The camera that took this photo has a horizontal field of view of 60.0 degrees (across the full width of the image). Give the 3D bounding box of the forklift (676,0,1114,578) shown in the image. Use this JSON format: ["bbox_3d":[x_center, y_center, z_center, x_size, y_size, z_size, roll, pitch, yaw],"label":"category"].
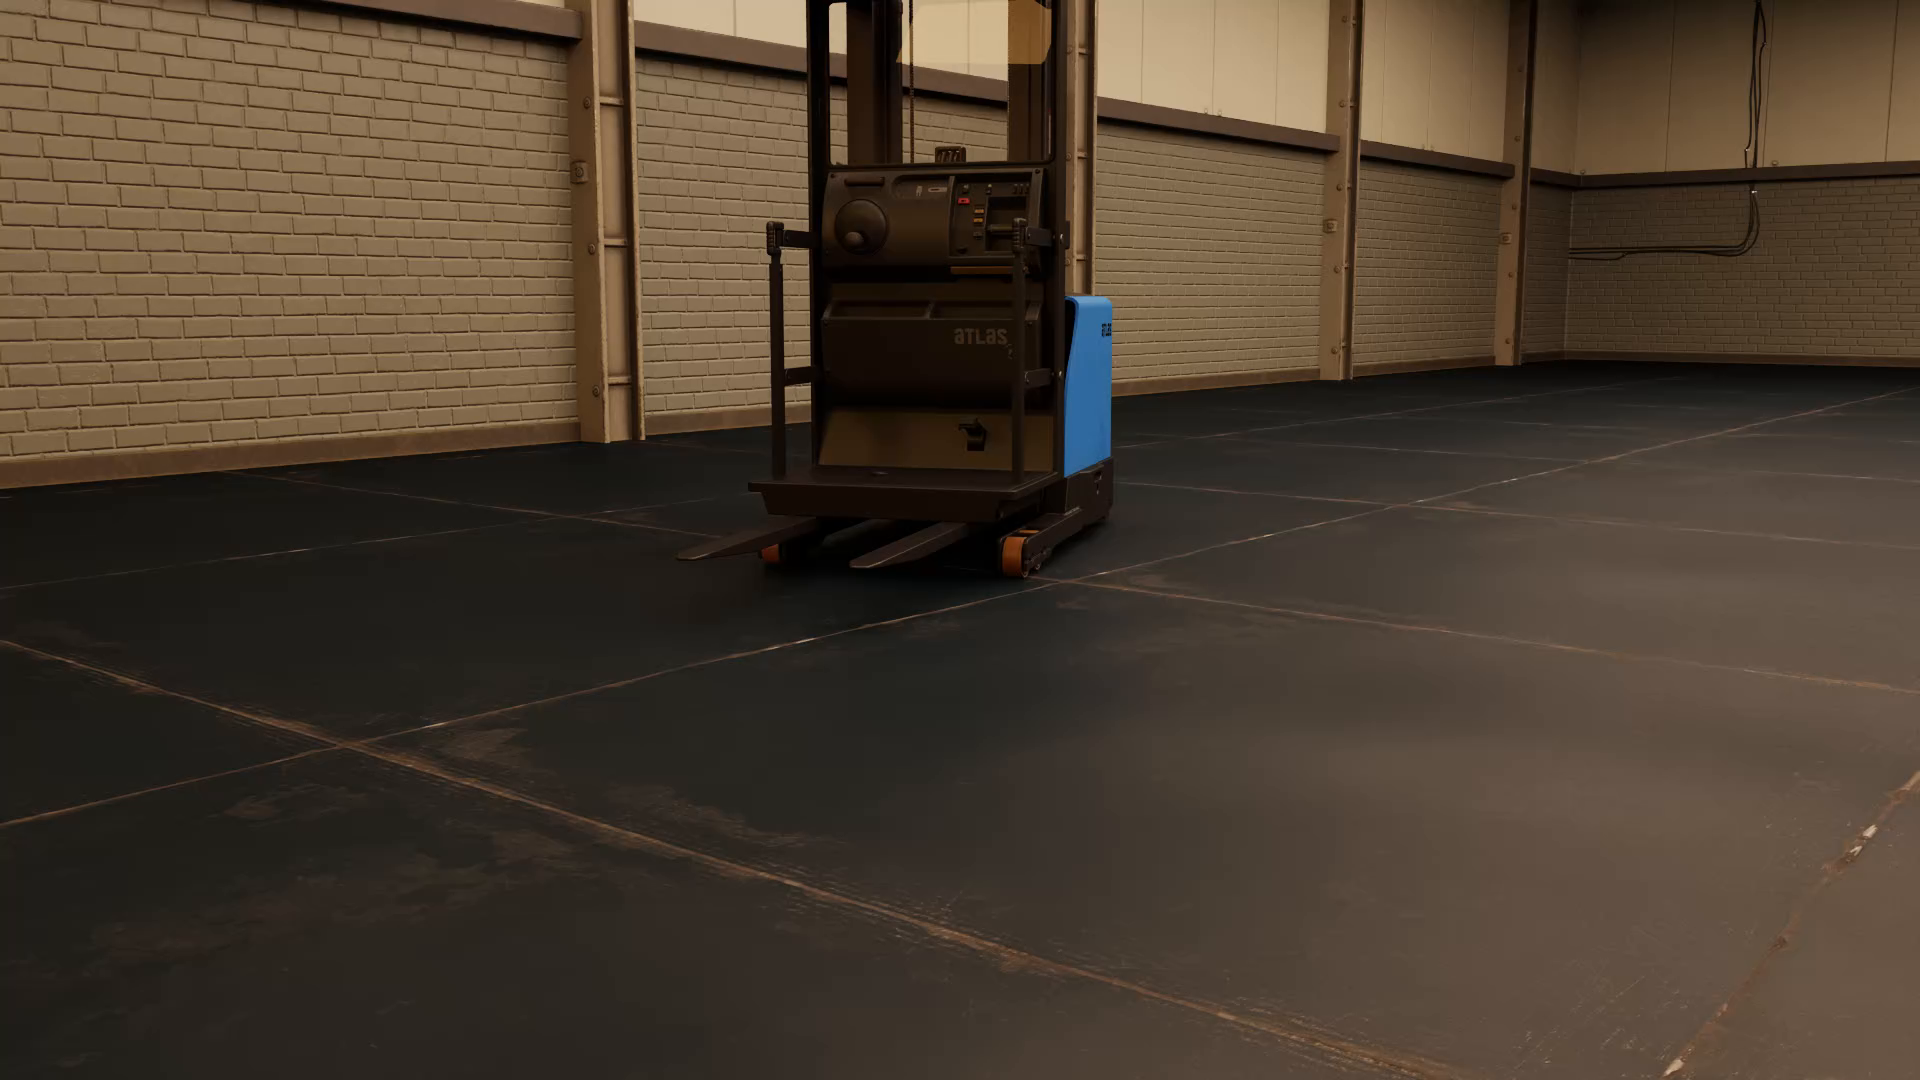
[{"bbox_3d":[-0.176,-1.366,6.616,1.130,2.935,3.031,3,9,17],"label":"forklift"}]
